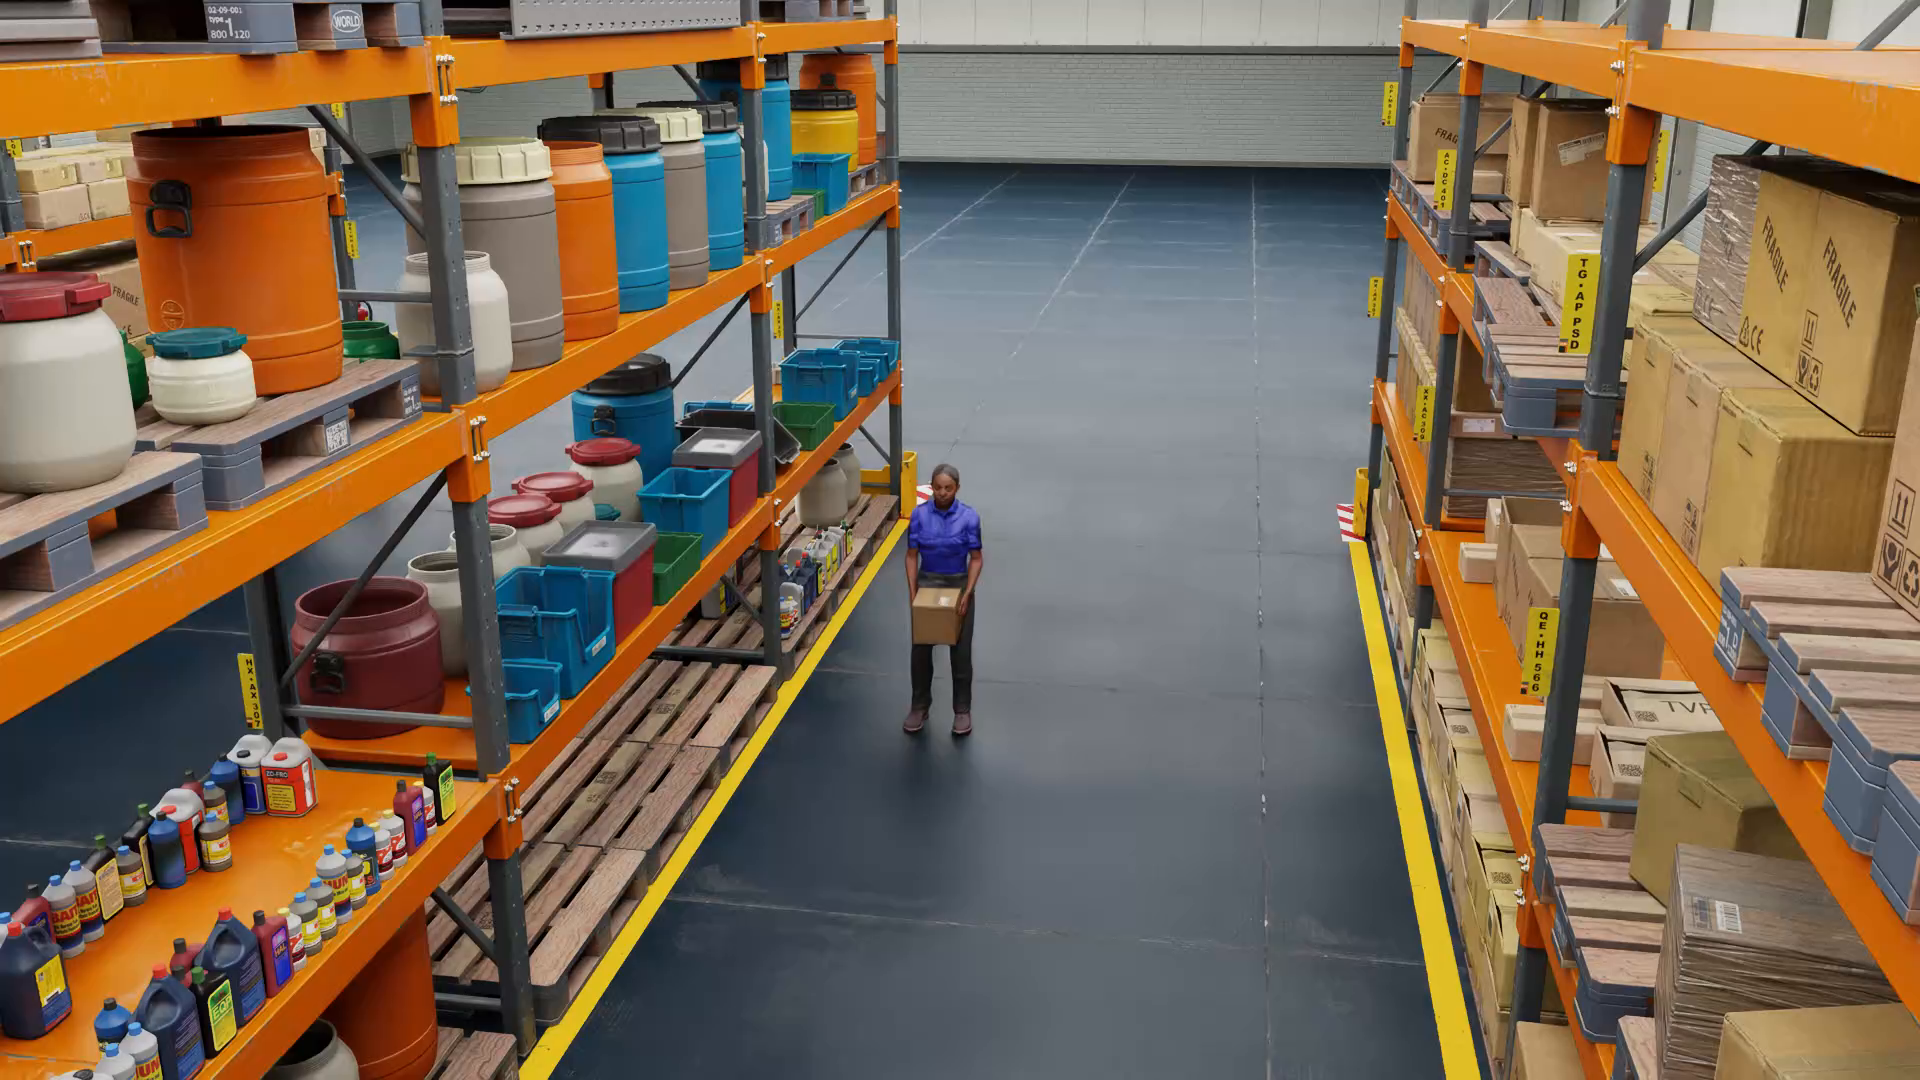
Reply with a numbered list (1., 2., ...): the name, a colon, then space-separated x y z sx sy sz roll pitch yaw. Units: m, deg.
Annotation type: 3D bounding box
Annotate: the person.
1. person: -0.104 0.352 9.968 0.478 1.663 0.405 3 18 8
